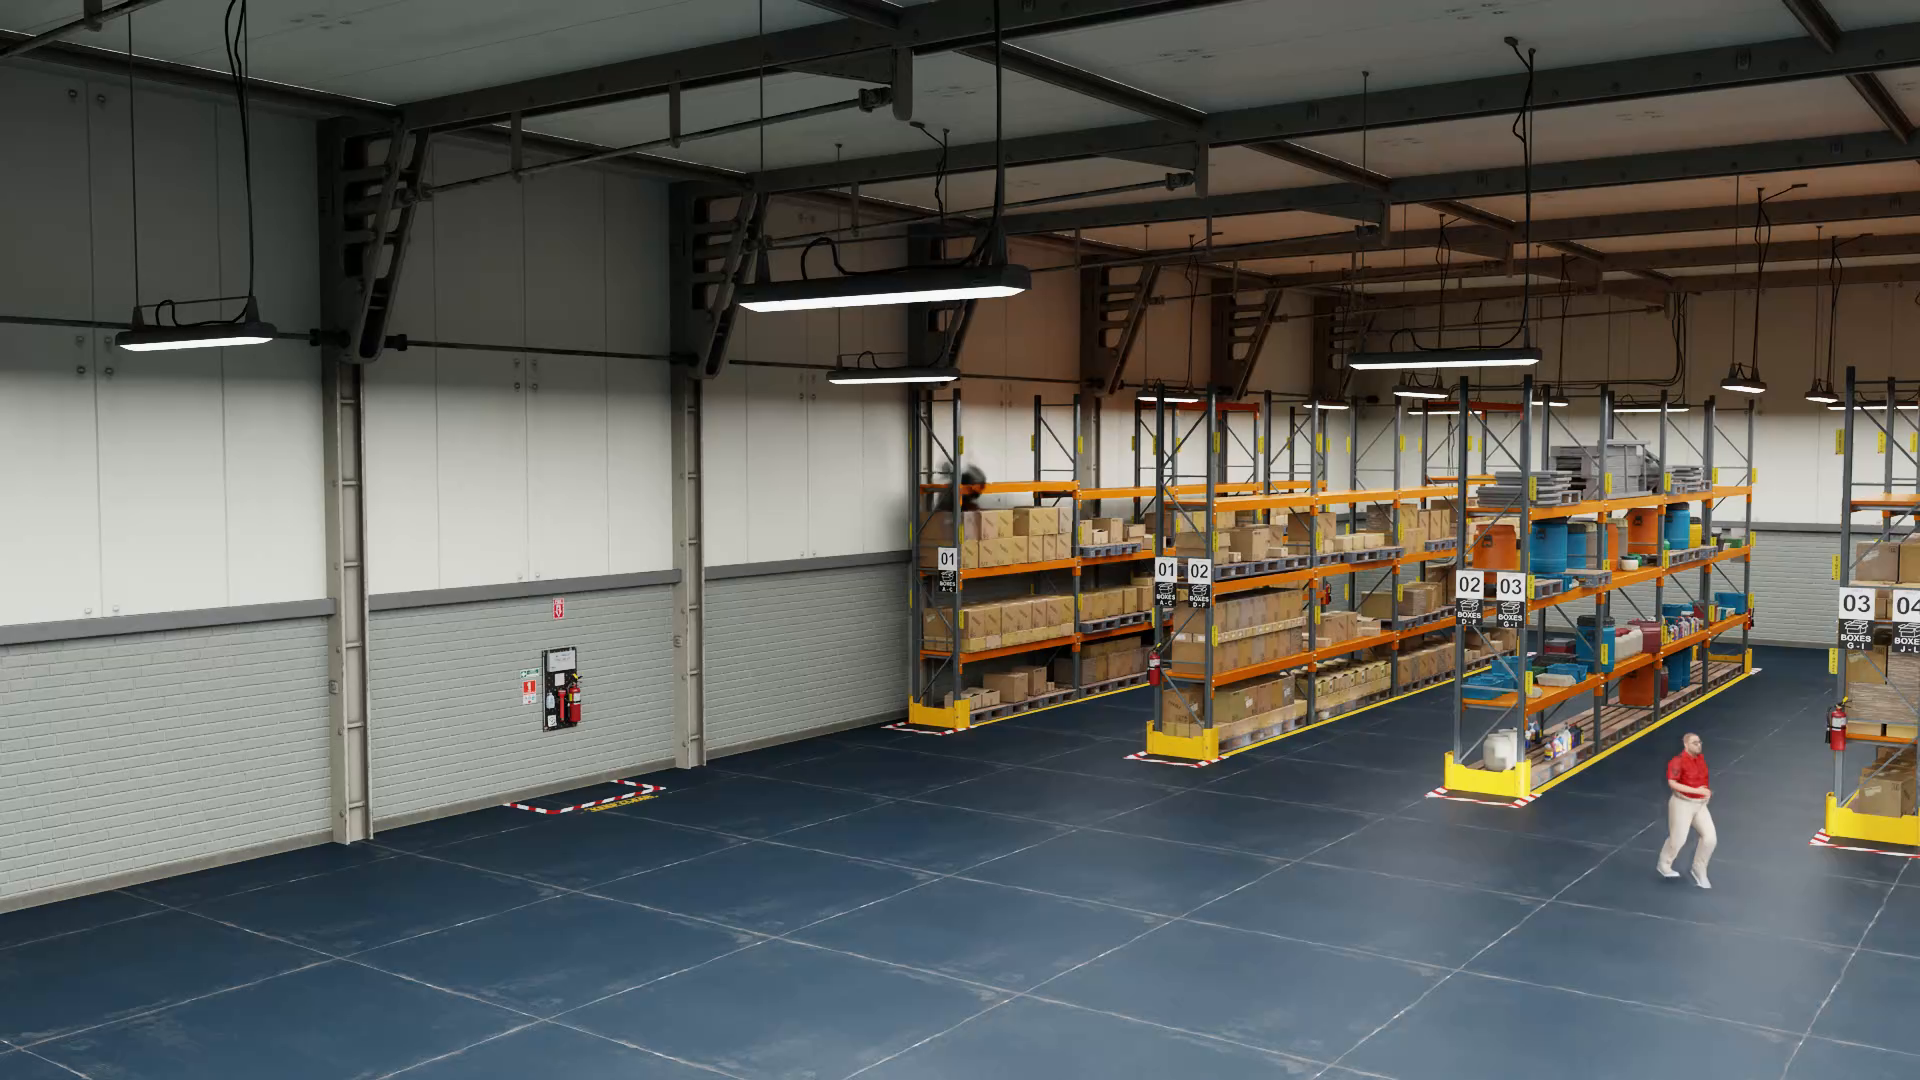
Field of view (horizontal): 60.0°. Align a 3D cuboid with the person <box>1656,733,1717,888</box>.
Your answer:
[{"bbox_3d":[8.303,3.090,18.902,0.685,1.816,0.765,-1,3,-22],"label":"person"}]
